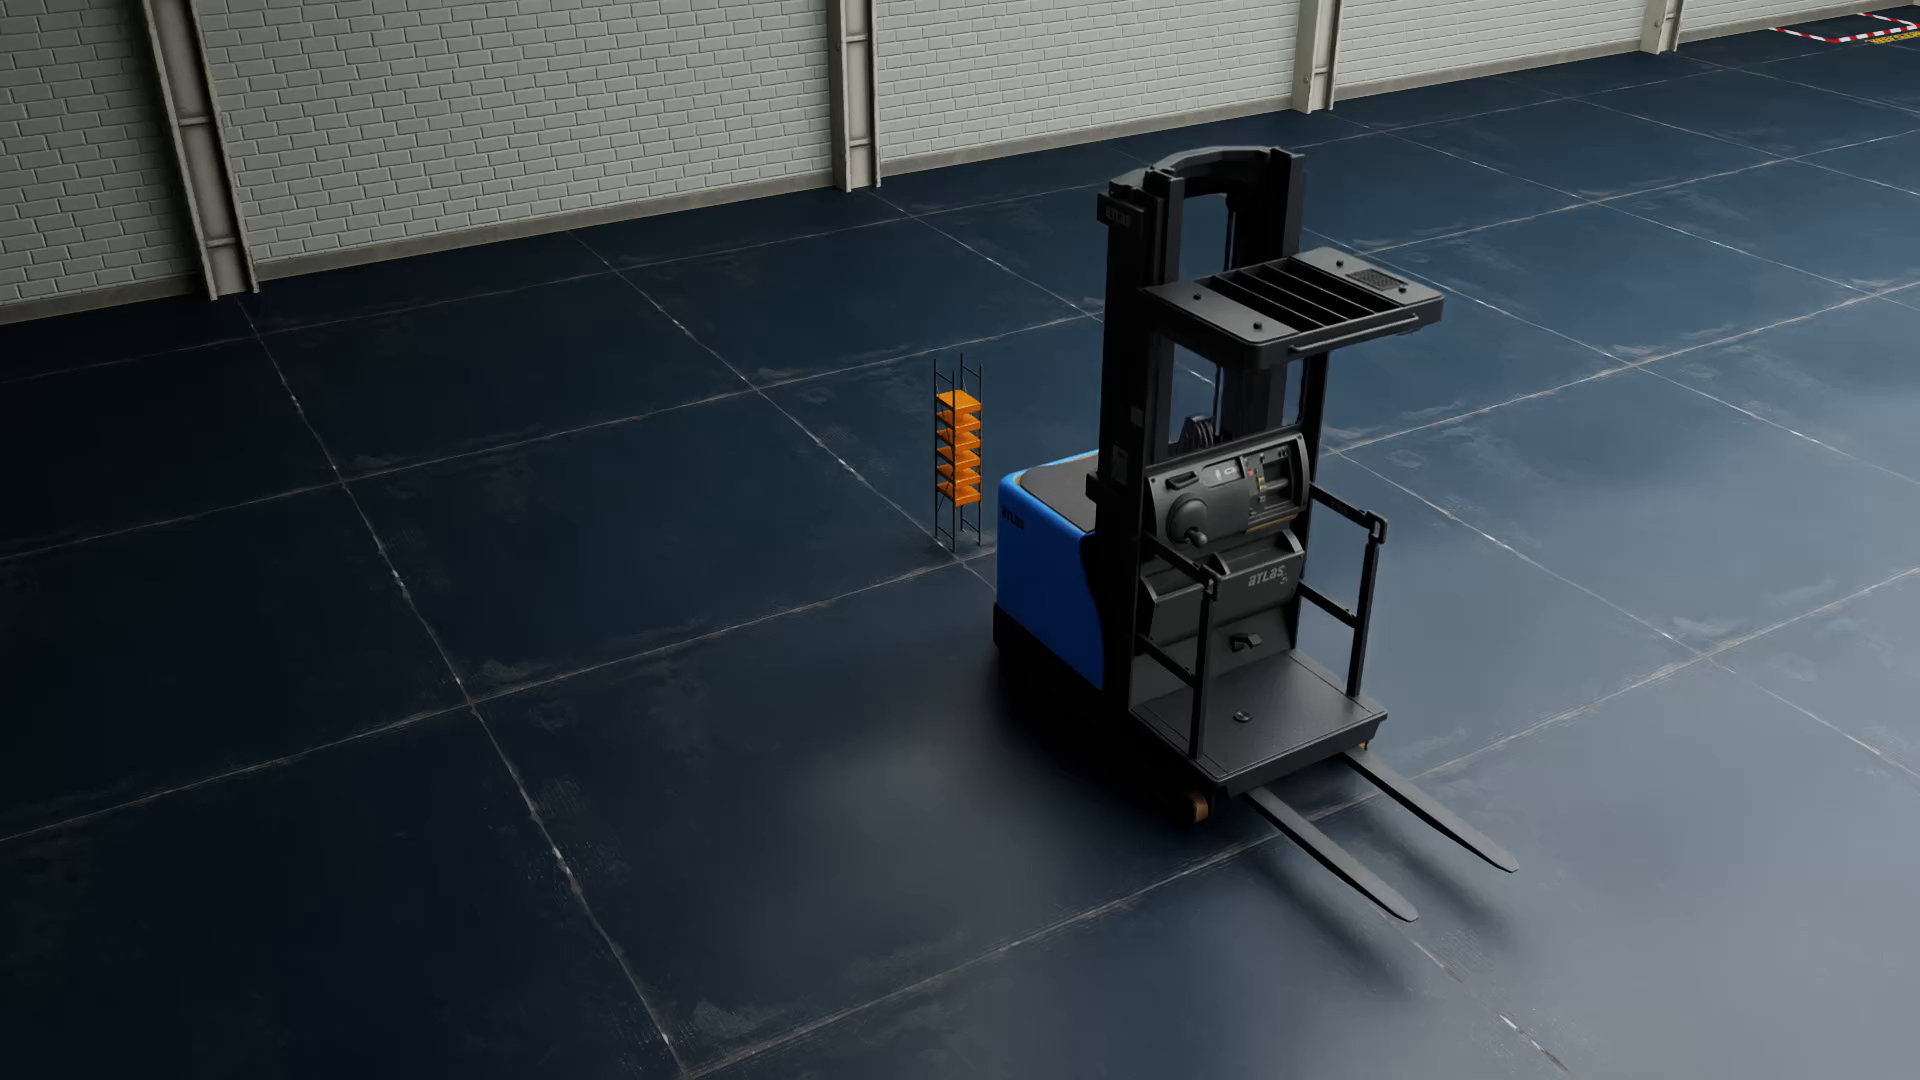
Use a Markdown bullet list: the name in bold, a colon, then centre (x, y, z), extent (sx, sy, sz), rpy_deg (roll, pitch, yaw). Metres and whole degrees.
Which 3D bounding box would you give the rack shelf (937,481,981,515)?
- **rack shelf**: centre (-0.012, -0.273, 10.189), extent (0.180, 0.103, 0.258), rpy_deg (-16, 33, -26)

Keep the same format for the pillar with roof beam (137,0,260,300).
- **pillar with roof beam**: centre (-4.038, -4.275, 8.782), extent (0.400, 9.000, 9.100), rpy_deg (-16, 33, -26)

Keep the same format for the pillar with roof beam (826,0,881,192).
- **pillar with roof beam**: centre (1.135, -5.744, 11.443), extent (0.400, 9.000, 9.100), rpy_deg (-16, 33, -26)

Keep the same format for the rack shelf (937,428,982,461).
- **rack shelf**: centre (-0.012, -0.588, 10.015), extent (0.180, 0.103, 0.258), rpy_deg (-16, 33, -26)

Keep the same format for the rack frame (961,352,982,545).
- **rack frame**: centre (0.066, -0.544, 10.092), extent (0.006, 1.200, 0.240), rpy_deg (-16, 33, -26)

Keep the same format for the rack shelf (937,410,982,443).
- **rack shelf**: centre (-0.012, -0.693, 9.957), extent (0.180, 0.103, 0.258), rpy_deg (-16, 33, -26)

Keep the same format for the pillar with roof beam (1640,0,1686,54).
- **pillar with roof beam**: centre (11.481, -8.681, 16.766), extent (0.400, 9.000, 9.100), rpy_deg (-16, 33, -26)

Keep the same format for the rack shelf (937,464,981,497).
- **rack shelf**: centre (-0.012, -0.378, 10.131), extent (0.180, 0.103, 0.258), rpy_deg (-16, 33, -26)

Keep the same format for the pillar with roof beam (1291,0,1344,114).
- **pillar with roof beam**: centre (6.308, -7.213, 14.105), extent (0.400, 9.000, 9.100), rpy_deg (-16, 33, -26)

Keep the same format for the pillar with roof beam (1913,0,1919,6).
- **pillar with roof beam**: centre (16.654, -10.150, 19.427), extent (0.400, 9.000, 9.100), rpy_deg (-16, 33, -26)

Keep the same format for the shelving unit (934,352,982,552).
- **shelving unit**: centre (-0.012, -0.522, 10.052), extent (0.189, 1.200, 0.258), rpy_deg (-16, 33, -26)

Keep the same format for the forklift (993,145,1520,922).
- **forklift**: centre (1.382, -0.192, 7.663), extent (1.130, 2.935, 3.031), rpy_deg (-16, 33, -27)

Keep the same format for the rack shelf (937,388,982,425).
- **rack shelf**: centre (-0.012, -0.798, 9.899), extent (0.180, 0.103, 0.258), rpy_deg (-16, 33, -26)

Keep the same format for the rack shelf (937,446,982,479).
- **rack shelf**: centre (-0.012, -0.483, 10.073), extent (0.180, 0.103, 0.258), rpy_deg (-16, 33, -26)

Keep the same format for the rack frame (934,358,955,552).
- **rack frame**: centre (-0.091, -0.499, 10.011), extent (0.006, 1.200, 0.240), rpy_deg (-16, 33, -26)
